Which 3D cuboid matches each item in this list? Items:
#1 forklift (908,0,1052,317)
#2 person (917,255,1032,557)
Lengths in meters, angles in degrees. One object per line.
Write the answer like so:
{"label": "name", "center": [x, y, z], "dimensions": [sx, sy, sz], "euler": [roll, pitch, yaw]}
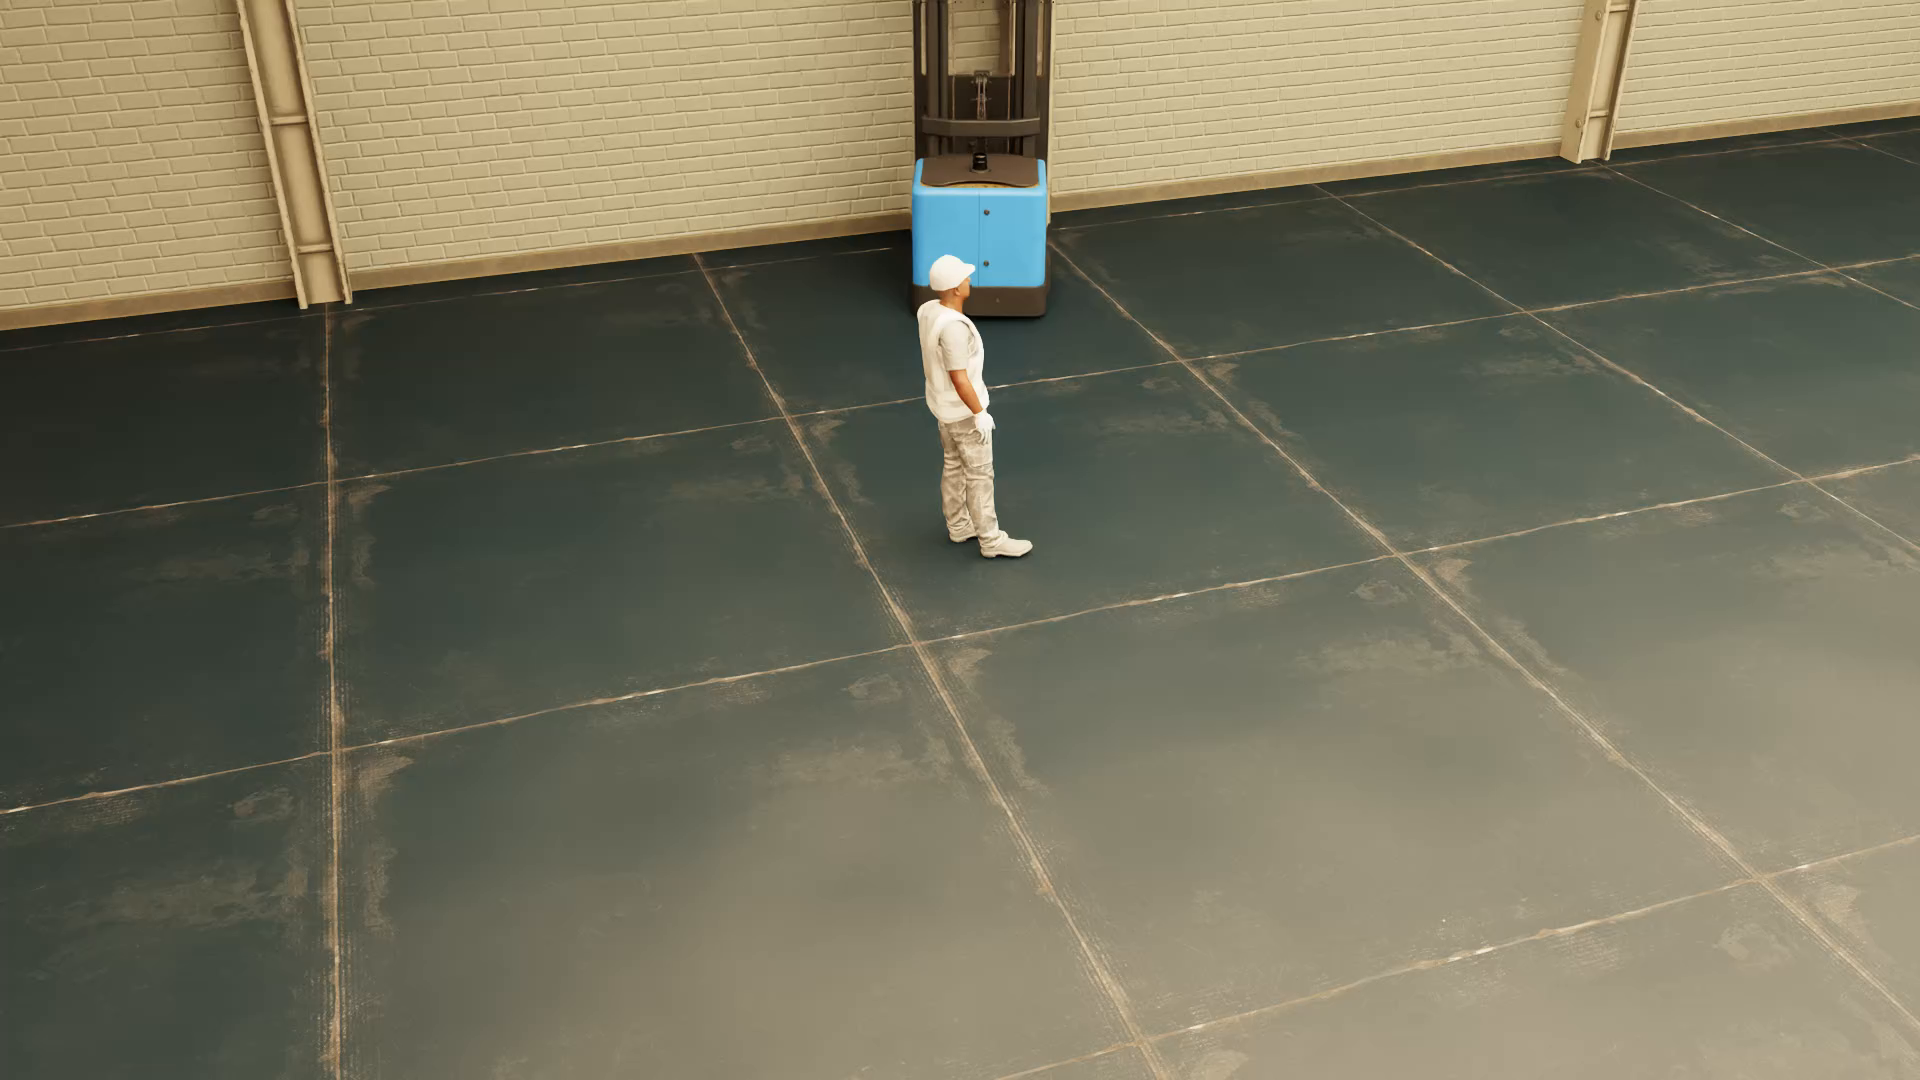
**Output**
{"label": "forklift", "center": [0.180, -3.700, 13.518], "dimensions": [1.130, 2.935, 3.031], "euler": [1, 30, 1]}
{"label": "person", "center": [0.071, -0.787, 9.591], "dimensions": [0.575, 1.785, 0.657], "euler": [-10, 31, -16]}
